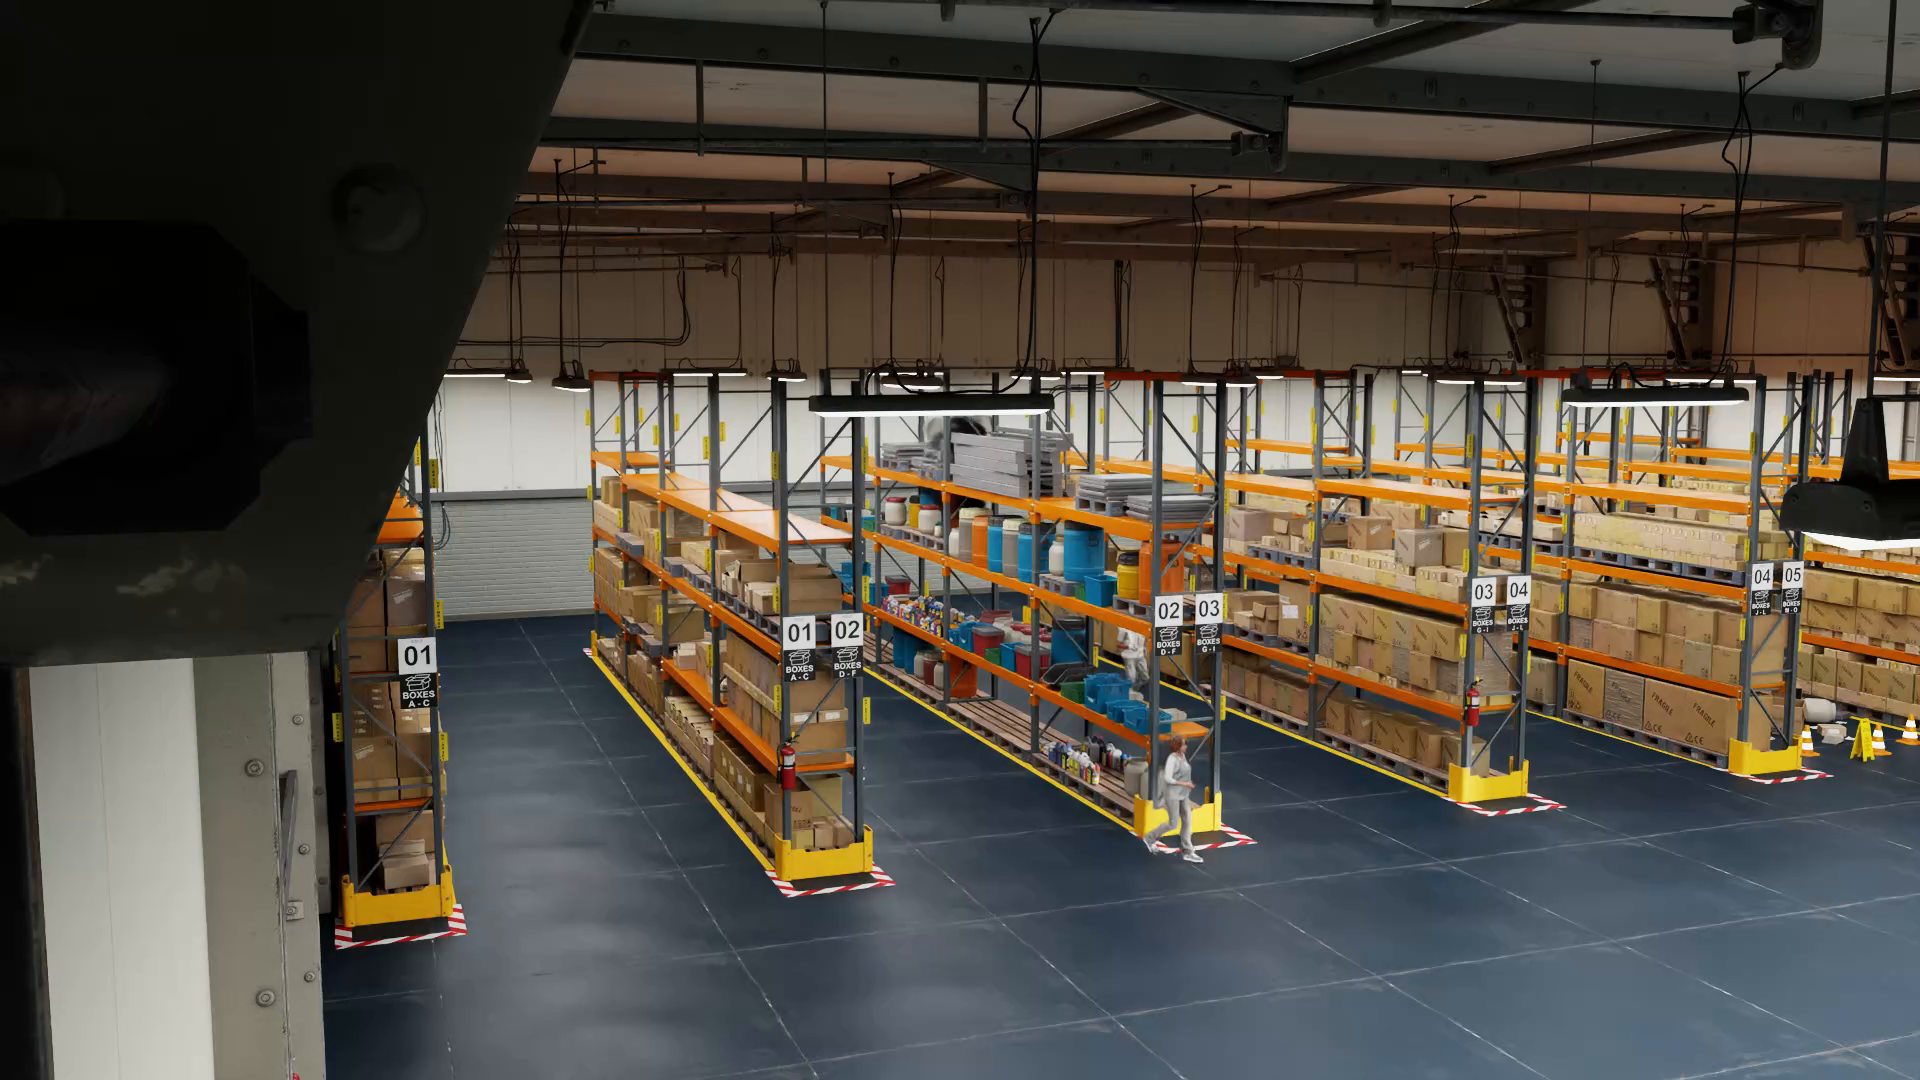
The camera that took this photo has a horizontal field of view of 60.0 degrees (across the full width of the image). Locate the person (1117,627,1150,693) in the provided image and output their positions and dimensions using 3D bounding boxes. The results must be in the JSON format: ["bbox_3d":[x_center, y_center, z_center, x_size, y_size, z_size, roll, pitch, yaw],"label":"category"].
[{"bbox_3d":[3.162,2.113,29.922,0.666,1.739,0.608,-4,7,-29],"label":"person"}]

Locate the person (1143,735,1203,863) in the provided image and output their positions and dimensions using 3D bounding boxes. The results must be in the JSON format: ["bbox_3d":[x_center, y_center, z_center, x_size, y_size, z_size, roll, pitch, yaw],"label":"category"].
[{"bbox_3d":[2.687,3.212,20.776,0.787,1.583,0.561,4,7,31],"label":"person"}]
